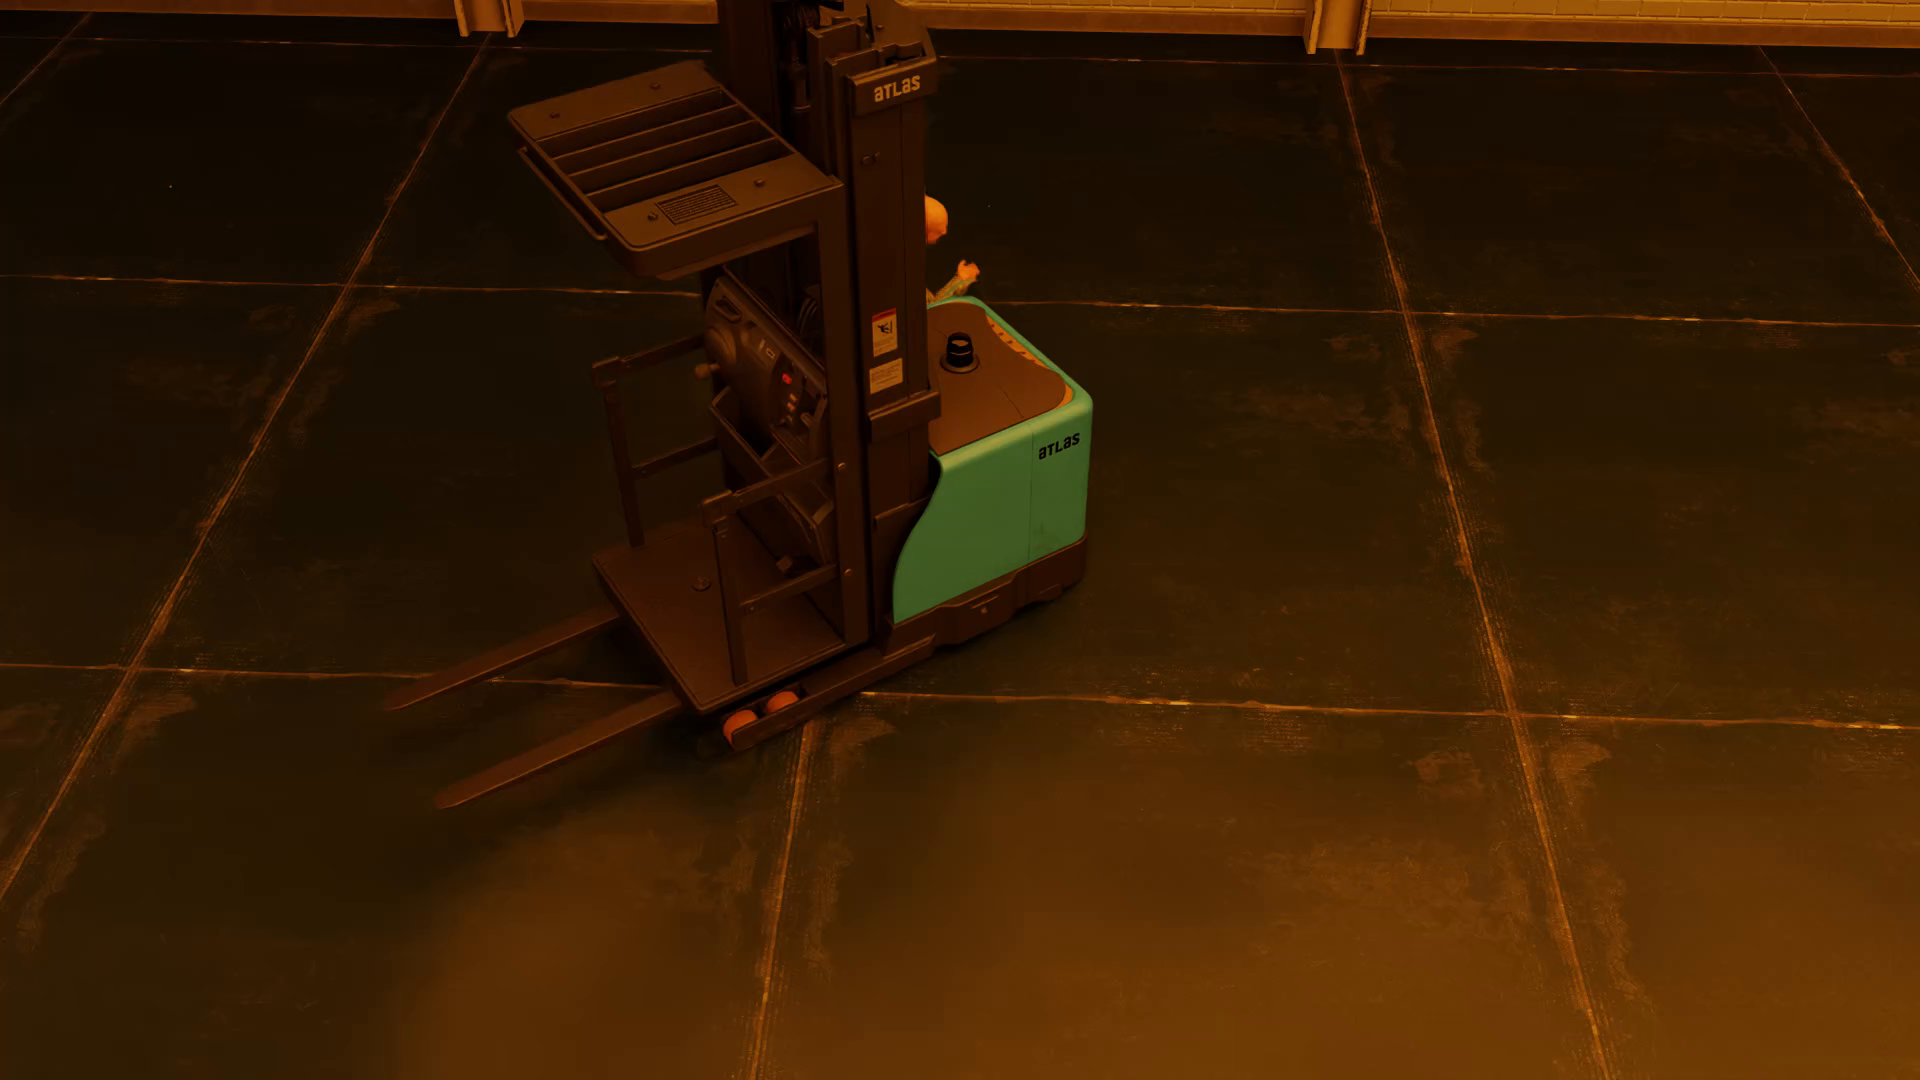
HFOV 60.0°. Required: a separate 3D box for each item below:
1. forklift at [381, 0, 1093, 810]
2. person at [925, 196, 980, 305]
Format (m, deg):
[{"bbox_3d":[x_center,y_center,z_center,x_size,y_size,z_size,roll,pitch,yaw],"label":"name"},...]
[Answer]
[{"bbox_3d":[-0.937,-0.616,6.417,3.031,2.935,1.130,-24,47,-24],"label":"forklift"},{"bbox_3d":[-0.104,-1.098,8.096,0.934,1.458,1.047,6,43,6],"label":"person"}]
